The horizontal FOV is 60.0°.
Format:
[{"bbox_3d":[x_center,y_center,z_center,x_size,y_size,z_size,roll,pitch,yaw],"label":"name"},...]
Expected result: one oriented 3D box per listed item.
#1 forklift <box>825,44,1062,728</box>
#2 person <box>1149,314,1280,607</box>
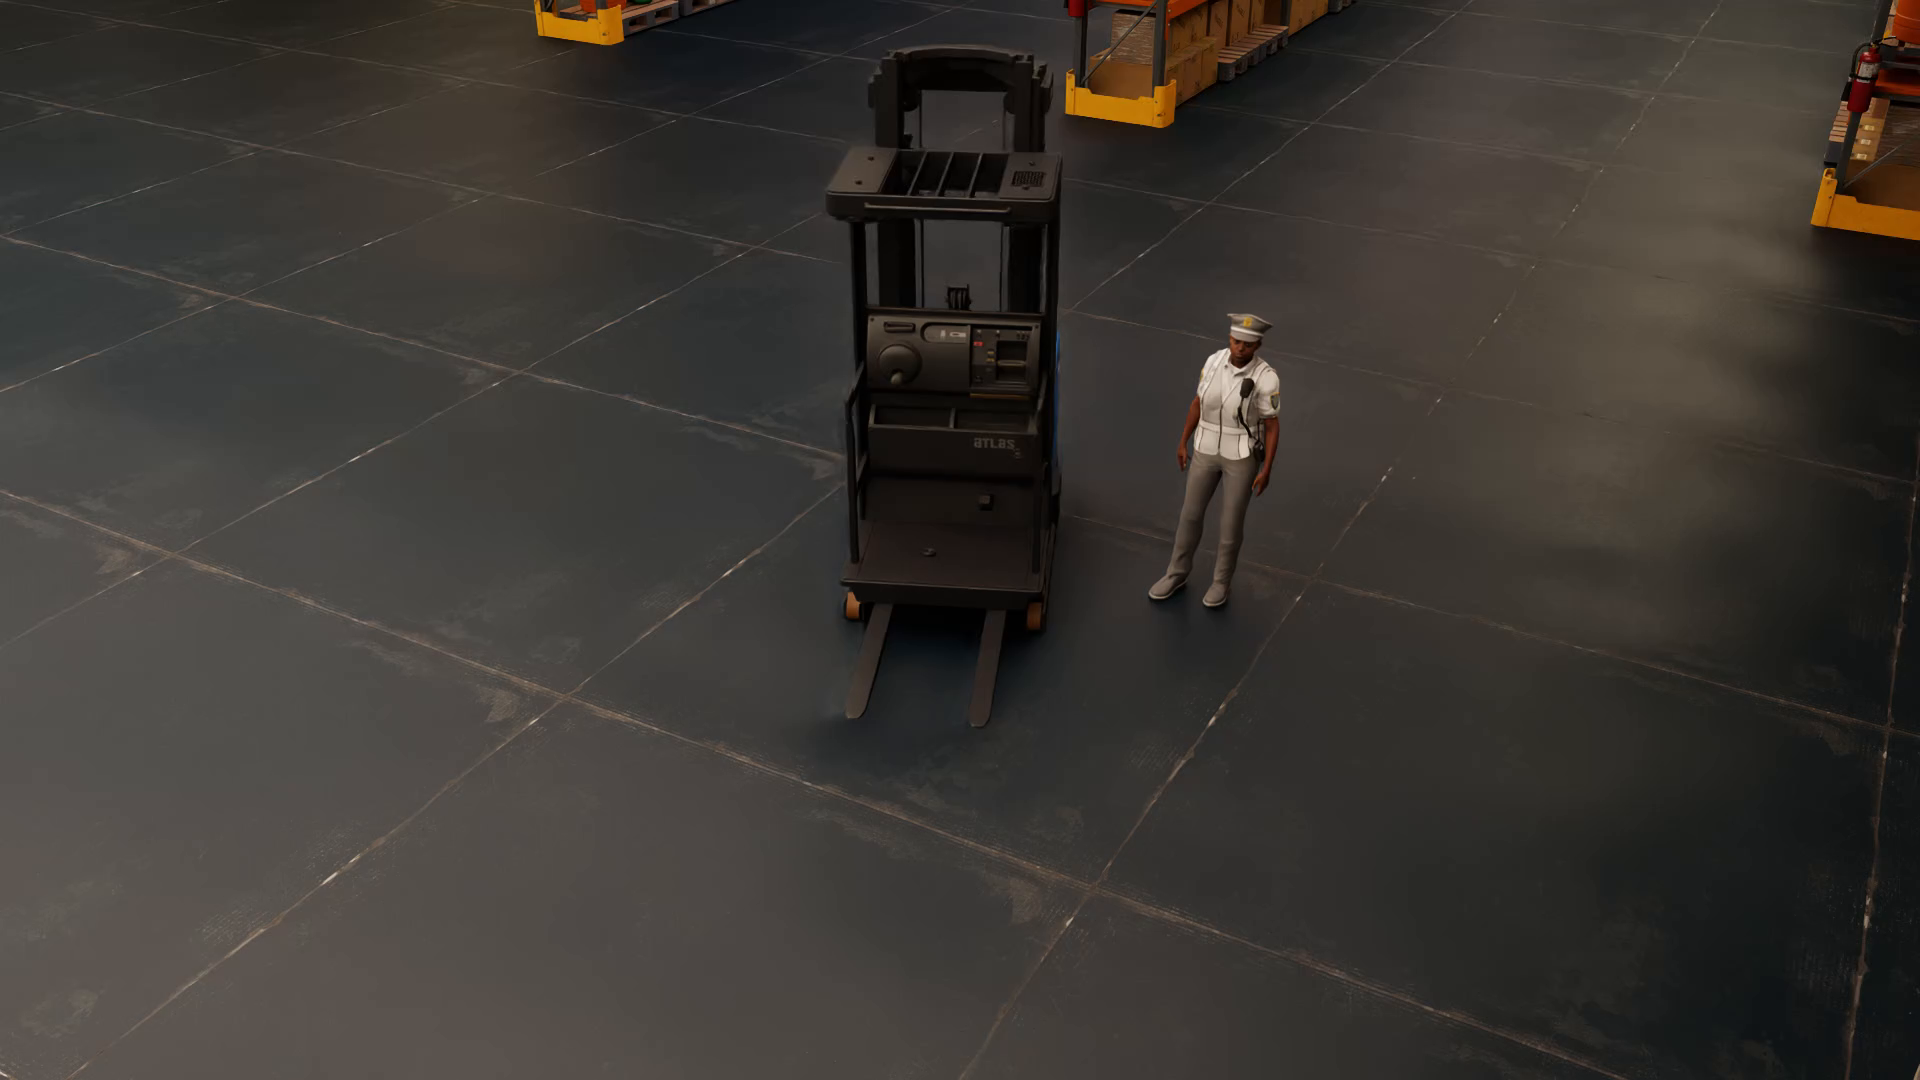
[{"bbox_3d":[-0.055,-0.948,8.714,1.130,2.935,3.031,3,30,5],"label":"forklift"},{"bbox_3d":[1.418,-0.435,9.056,0.566,1.697,0.508,18,34,28],"label":"person"}]
